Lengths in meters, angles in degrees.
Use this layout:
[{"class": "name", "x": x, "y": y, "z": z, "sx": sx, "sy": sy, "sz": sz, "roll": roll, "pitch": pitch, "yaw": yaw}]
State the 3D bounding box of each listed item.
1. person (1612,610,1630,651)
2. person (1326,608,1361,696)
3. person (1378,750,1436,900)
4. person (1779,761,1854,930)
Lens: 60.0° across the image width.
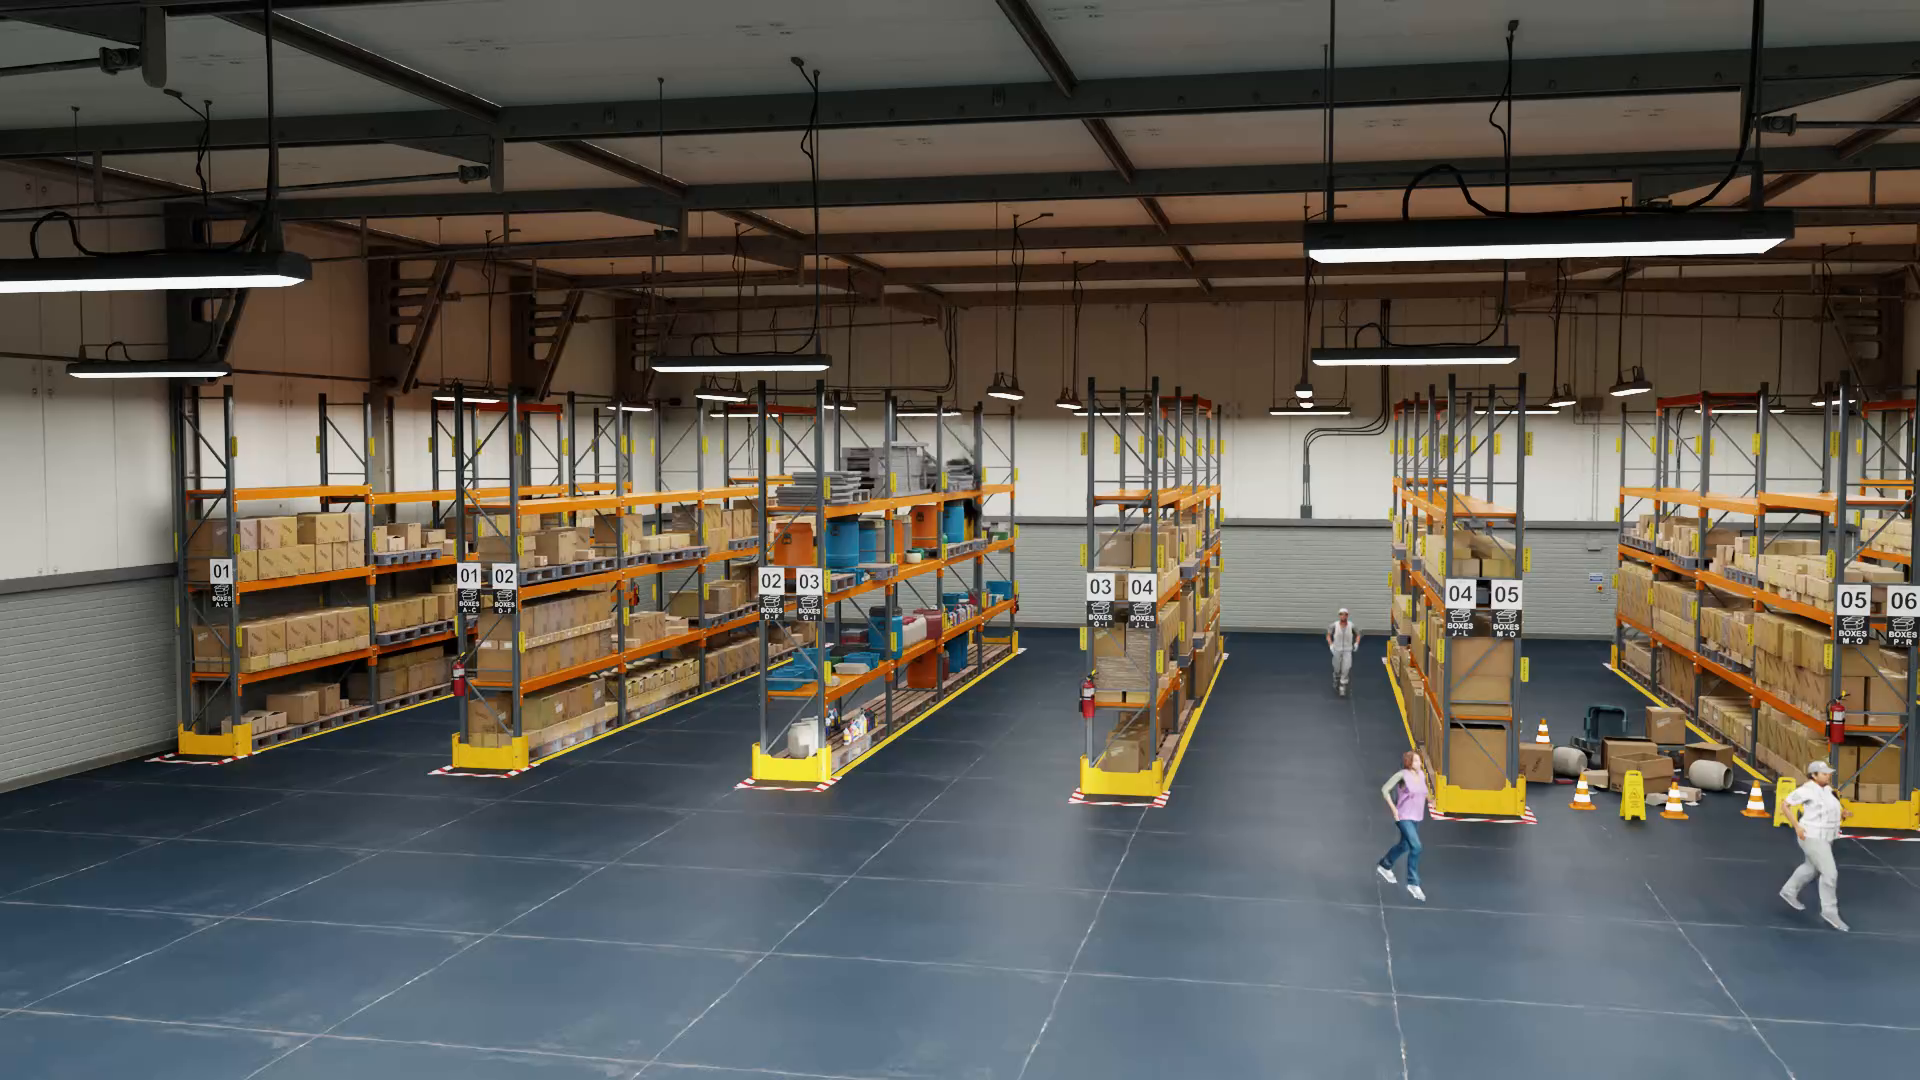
[{"class": "person", "x": 15.481, "y": 2.018, "z": 38.816, "sx": 0.632, "sy": 1.621, "sz": 0.675, "roll": 2, "pitch": 4, "yaw": 37}, {"class": "person", "x": 7.757, "y": 2.249, "z": 33.625, "sx": 0.681, "sy": 1.761, "sz": 0.633, "roll": 1, "pitch": 3, "yaw": 10}, {"class": "person", "x": 5.004, "y": 3.151, "z": 18.689, "sx": 0.533, "sy": 1.630, "sz": 0.736, "roll": -2, "pitch": 4, "yaw": -37}, {"class": "person", "x": 9.042, "y": 3.182, "z": 17.564, "sx": 0.587, "sy": 1.718, "sz": 0.797, "roll": -2, "pitch": 4, "yaw": -38}]
